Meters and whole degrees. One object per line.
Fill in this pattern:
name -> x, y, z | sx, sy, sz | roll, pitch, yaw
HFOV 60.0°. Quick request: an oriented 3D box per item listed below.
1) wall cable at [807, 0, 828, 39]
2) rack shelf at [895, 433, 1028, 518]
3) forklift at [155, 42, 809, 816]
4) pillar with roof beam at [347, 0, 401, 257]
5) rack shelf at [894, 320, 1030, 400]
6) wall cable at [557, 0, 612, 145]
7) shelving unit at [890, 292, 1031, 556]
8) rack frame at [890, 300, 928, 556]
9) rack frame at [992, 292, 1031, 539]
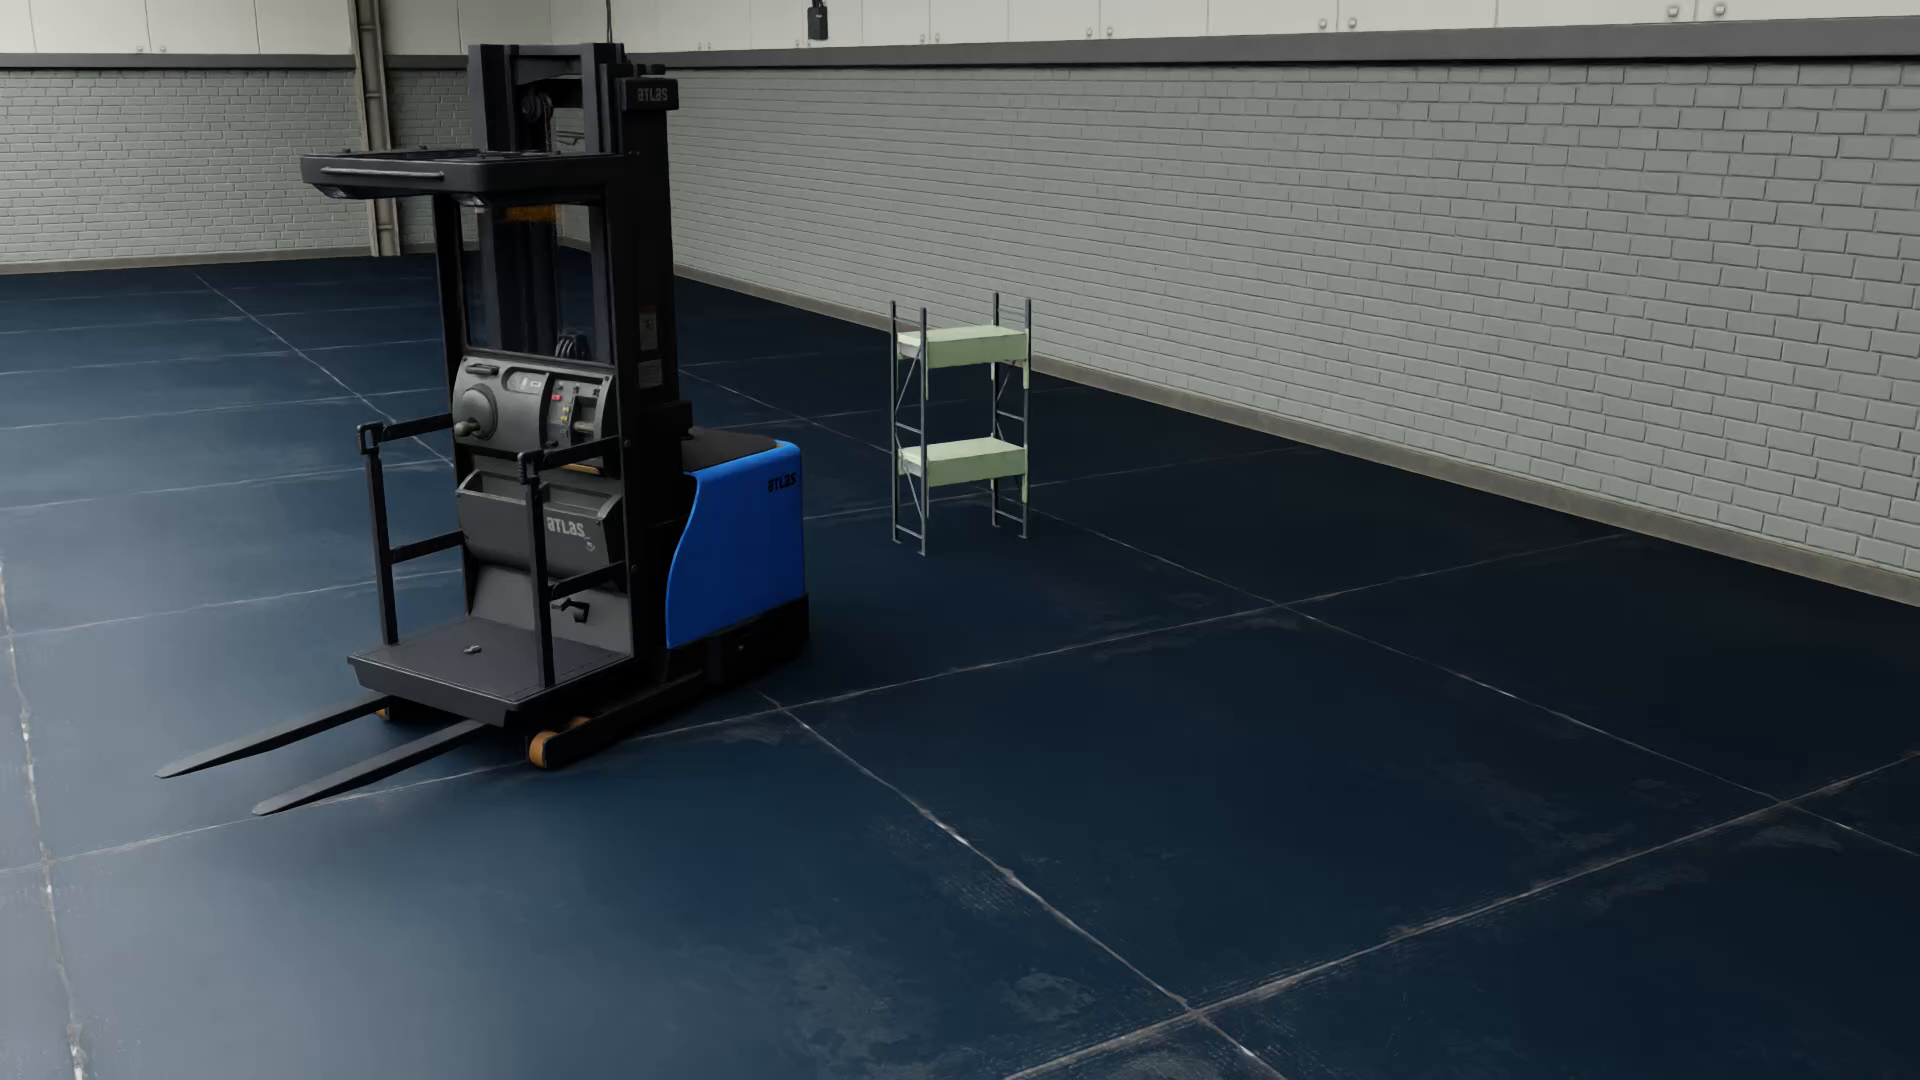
wall cable -> -1.142, -8.449, 17.579 | 0.169, 6.003, 2.305 | -9, 18, -30
rack shelf -> 0.006, -0.409, 10.299 | 0.720, 0.370, 0.431 | -9, 18, -30
forklift -> -1.986, -0.591, 7.088 | 1.130, 2.935, 3.031 | 10, 19, 32
pillar with roof beam -> -7.007, -7.911, 21.959 | 0.400, 9.000, 9.100 | -9, 18, -30
rack shelf -> 0.006, -1.099, 10.105 | 0.720, 0.370, 0.431 | -9, 18, -30
wall cable -> -6.018, -7.515, 26.301 | 0.112, 2.526, 3.097 | -9, 18, -30
shelving unit -> 0.006, -0.723, 10.211 | 0.755, 1.500, 0.431 | -9, 18, -30
rack frame -> -0.308, -0.672, 10.029 | 0.023, 1.500, 0.400 | -9, 18, -30
rack frame -> 0.319, -0.774, 10.392 | 0.023, 1.500, 0.400 | -9, 18, -30
